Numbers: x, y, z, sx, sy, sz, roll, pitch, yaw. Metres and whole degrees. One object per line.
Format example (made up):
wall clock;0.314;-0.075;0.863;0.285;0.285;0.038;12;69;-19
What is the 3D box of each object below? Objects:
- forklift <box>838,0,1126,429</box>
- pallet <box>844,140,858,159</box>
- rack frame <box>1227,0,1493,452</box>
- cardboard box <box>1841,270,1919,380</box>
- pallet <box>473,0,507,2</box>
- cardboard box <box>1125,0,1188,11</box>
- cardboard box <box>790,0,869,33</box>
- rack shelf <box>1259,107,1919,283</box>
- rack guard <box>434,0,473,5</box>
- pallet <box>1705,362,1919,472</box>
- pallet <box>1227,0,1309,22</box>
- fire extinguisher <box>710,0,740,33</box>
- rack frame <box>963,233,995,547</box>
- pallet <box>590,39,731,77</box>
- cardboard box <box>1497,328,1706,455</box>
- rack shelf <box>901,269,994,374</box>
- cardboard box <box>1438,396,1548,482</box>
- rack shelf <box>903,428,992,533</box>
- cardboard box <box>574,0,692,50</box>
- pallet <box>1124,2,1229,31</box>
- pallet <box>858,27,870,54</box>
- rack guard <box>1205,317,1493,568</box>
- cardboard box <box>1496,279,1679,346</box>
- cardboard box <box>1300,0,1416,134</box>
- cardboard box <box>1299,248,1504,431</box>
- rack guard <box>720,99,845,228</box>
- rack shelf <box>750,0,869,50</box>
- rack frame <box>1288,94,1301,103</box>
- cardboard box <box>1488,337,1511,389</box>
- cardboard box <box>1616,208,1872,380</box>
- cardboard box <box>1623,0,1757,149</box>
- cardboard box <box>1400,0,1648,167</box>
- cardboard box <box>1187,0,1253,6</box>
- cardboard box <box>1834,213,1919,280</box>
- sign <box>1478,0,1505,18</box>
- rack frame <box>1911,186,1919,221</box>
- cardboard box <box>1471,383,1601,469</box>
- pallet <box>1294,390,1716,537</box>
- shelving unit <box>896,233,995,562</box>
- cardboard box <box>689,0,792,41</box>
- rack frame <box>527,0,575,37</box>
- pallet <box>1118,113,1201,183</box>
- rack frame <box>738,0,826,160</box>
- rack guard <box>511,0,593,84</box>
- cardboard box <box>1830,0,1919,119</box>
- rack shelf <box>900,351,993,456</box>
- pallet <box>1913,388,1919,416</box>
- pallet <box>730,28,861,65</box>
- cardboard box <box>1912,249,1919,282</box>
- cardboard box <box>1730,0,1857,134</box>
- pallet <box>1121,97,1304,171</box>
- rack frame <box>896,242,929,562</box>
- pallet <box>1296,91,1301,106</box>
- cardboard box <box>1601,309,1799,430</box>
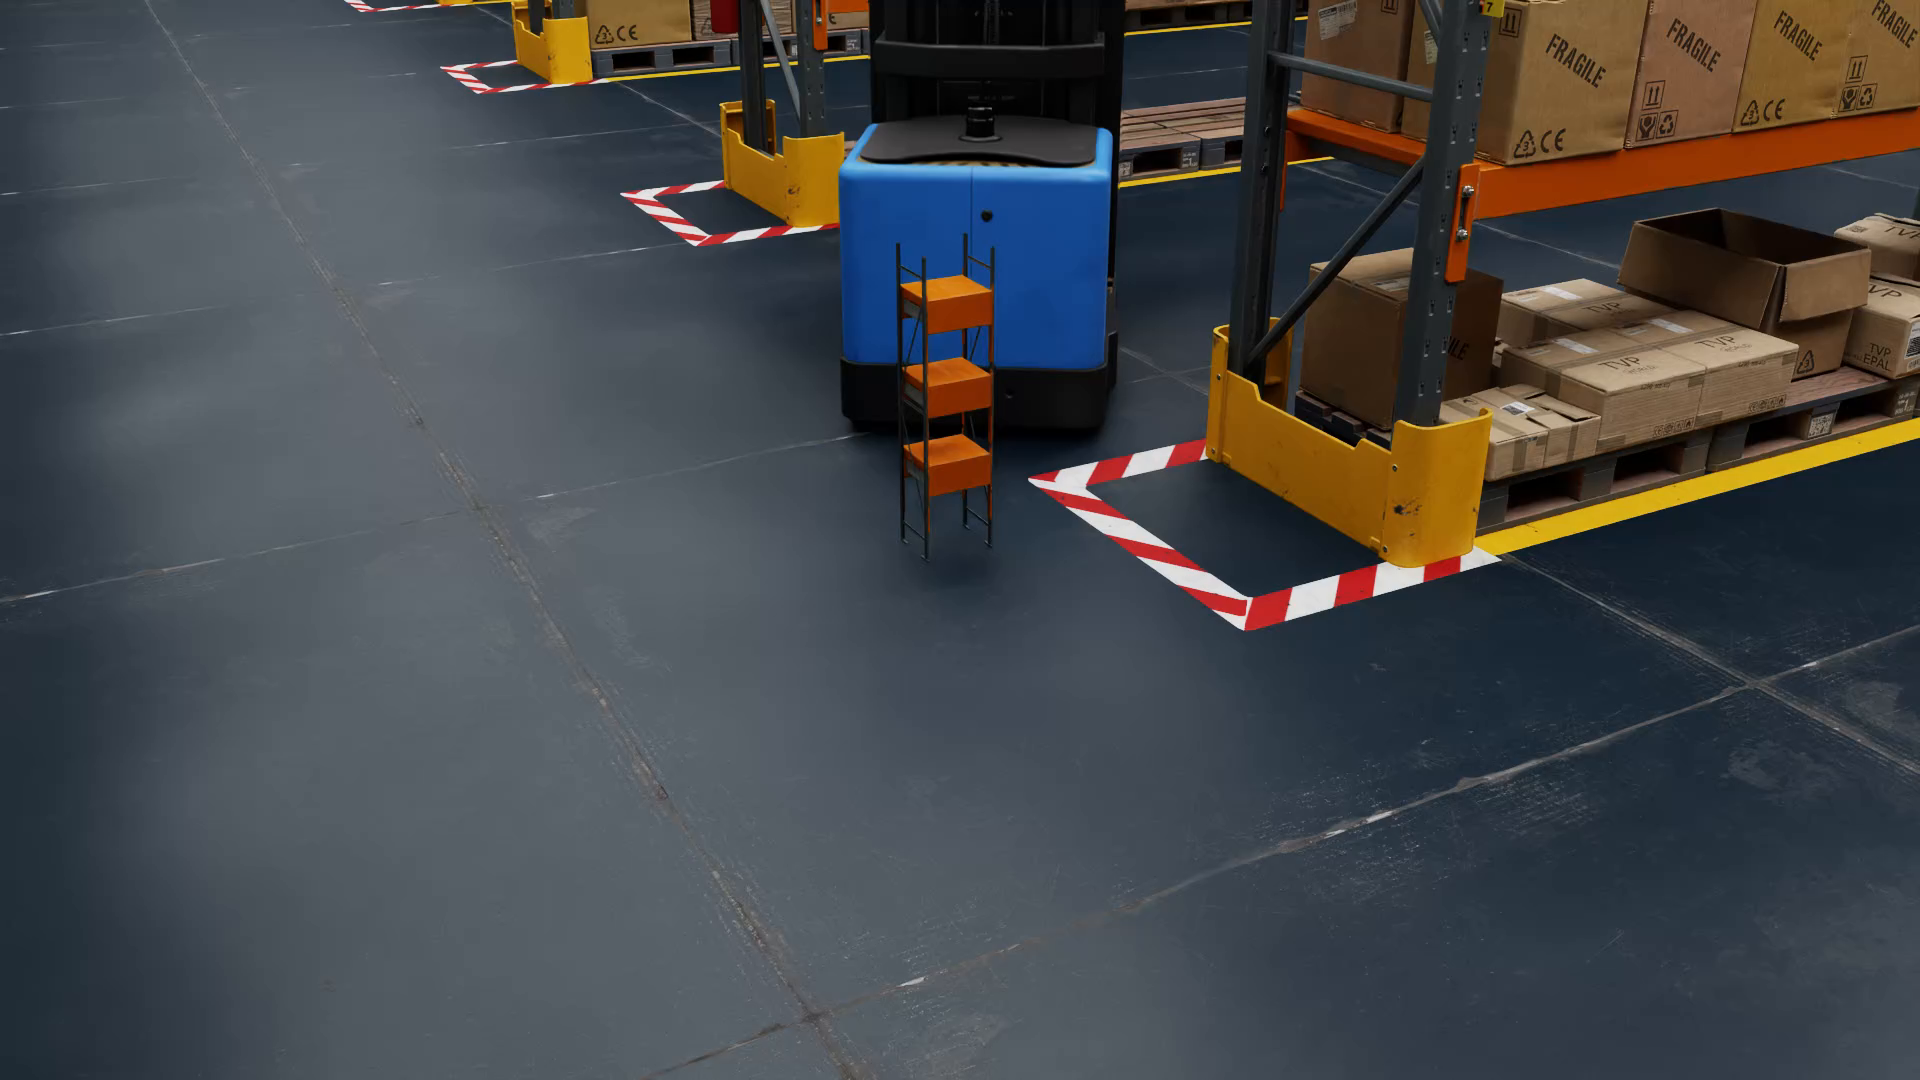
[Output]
forklift;0.180;-2.360;7.278;1.130;2.935;3.031;2;26;5
pallet;-0.296;-2.279;10.253;1.213;0.211;1.003;-13;29;-25
rack frame;1.286;-1.490;5.389;0.127;3.000;1.000;-13;29;-25
cardboard box;3.784;-0.914;6.787;0.500;0.311;0.500;-13;29;-25
pallet;-4.817;-6.100;18.211;1.213;0.211;1.003;-13;29;-25
cardboard box;1.500;-5.641;16.003;0.875;0.875;1.225;-14;29;-27
cardboard box;-1.257;-5.034;14.738;0.875;0.875;0.875;-13;29;-25
rack shelf;3.051;-1.573;6.393;4.000;0.370;1.077;-13;29;-25
rack guard;-5.550;-6.078;17.832;0.348;0.500;1.175;-13;29;-25
pallet;3.131;-0.658;6.877;1.213;0.211;1.003;-13;29;-25
pallet;2.955;-5.515;16.993;1.213;0.211;1.003;-13;29;-25
fire extinguisher;-1.389;-3.323;9.725;0.183;0.674;0.296;-13;29;-25
rack frame;0.060;-0.487;5.552;0.008;1.050;0.200;-13;29;-25
pallet;-2.704;-4.210;14.275;1.213;0.211;1.003;-13;29;-25
cardboard box;2.340;-0.553;6.106;0.500;0.250;0.500;-13;29;-25
rack shelf;-0.047;-0.709;5.382;0.240;0.259;0.215;-13;29;-25
cardboard box;1.817;-0.358;5.815;0.250;0.149;0.380;-13;29;-25
rack shelf;-0.047;-0.202;5.625;0.240;0.259;0.215;-13;29;-25
cardboard box;-2.845;-4.667;13.974;0.875;0.875;0.875;-13;29;-25
pallet;1.880;-5.268;16.479;1.213;0.211;1.003;-13;29;-25
pallet;-0.551;-4.707;15.310;1.213;0.211;1.003;-13;29;-25
rack guard;1.353;-0.379;5.962;0.348;0.500;1.175;-13;29;-25
cardboard box;2.502;-0.836;6.694;0.500;0.250;0.500;-13;29;-25
cardboard box;1.553;-1.731;5.774;0.500;0.500;0.500;-12;28;-24
cardboard box;1.650;-0.767;6.261;0.500;0.500;0.500;-13;29;-25
rack guard;-1.057;-2.246;9.851;0.348;0.500;1.175;-13;29;-25
rack shelf;0.723;-3.466;10.334;4.000;0.370;1.077;-13;29;-25
rack frame;2.488;-4.198;11.027;0.127;3.000;1.000;-13;29;-25
cardboard box;2.049;-0.664;6.434;0.250;0.166;0.380;-13;29;-25
cardboard box;3.160;-0.993;6.730;0.637;0.503;0.797;-13;29;-25
cardboard box;2.254;-1.632;5.569;0.500;0.500;0.500;-13;29;-26
cardboard box;1.801;-1.525;5.346;0.500;0.500;0.500;-12;28;-24
cardboard box;2.278;-5.824;16.385;0.875;0.875;1.225;-13;29;-25
cardboard box;4.343;-1.288;7.566;0.500;0.311;0.500;-13;29;-25
sign;1.541;-1.674;4.770;0.005;0.325;0.100;-13;29;-25
rack frame;4.815;-2.305;7.085;0.127;3.000;1.000;-13;29;-25
cardboard box;2.038;-0.416;5.917;0.250;0.166;0.380;-13;29;-25
pallet;2.056;-0.411;6.363;1.213;0.211;1.003;-13;29;-25
shelving unit;-0.047;-0.462;5.500;0.252;1.050;0.215;-13;29;-25
cardboard box;-2.042;-4.852;14.360;0.875;0.875;0.875;-13;29;-25
rack frame;-3.372;-5.275;13.270;0.127;3.000;1.000;-13;29;-25
pallet;0.779;-2.526;10.767;1.213;0.211;1.003;-13;29;-25
rack frame;-1.042;-3.383;9.330;0.127;3.000;1.000;-13;29;-25
rack guard;-3.394;-4.143;13.801;0.348;0.500;1.175;-13;29;-25
cardboard box;3.140;-1.835;5.990;0.500;0.500;0.500;-13;28;-24
rack shelf;-0.047;-0.453;5.505;0.240;0.259;0.215;-13;29;-25
pallet;4.209;-0.908;7.399;1.213;0.211;1.003;-13;29;-25
pallet;-1.629;-4.457;14.789;1.213;0.211;1.003;-13;29;-25
cardboard box;4.446;-1.152;7.064;0.500;0.500;0.500;-13;29;-25
cardboard box;2.698;-1.733;5.779;0.500;0.500;0.500;-13;29;-25
pallet;1.857;-2.776;11.288;1.213;0.211;1.003;-13;29;-25
rack frame;-0.155;-0.438;5.448;0.008;1.050;0.200;-13;29;-25
pallet;3.188;-3.082;11.925;1.213;0.211;1.003;-13;29;-25
cardboard box;2.781;-0.655;6.318;0.500;0.250;0.500;-13;29;-25
